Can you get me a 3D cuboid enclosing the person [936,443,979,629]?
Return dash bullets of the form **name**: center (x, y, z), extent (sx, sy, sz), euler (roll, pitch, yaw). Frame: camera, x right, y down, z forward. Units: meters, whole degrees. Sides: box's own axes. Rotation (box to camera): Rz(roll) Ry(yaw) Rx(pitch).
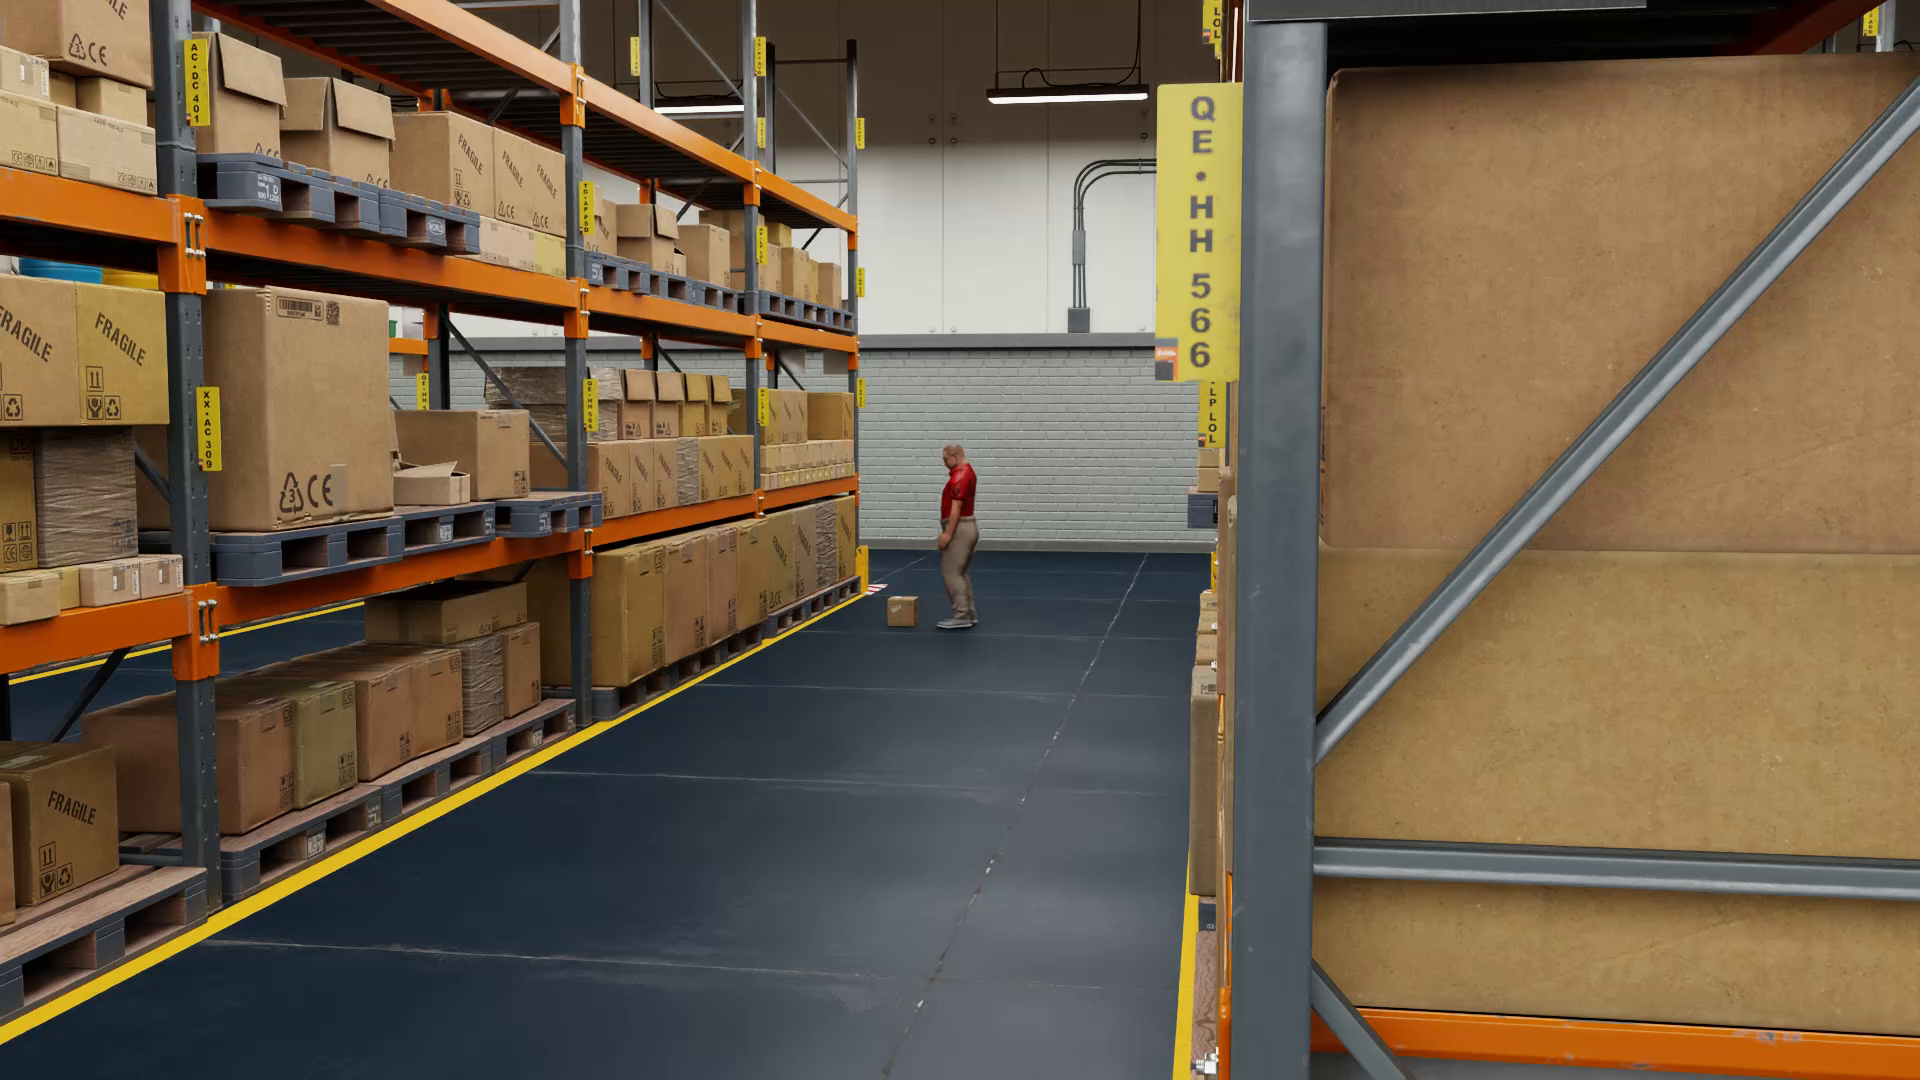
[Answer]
- **person**: center (-0.017, -0.038, 15.420), extent (0.359, 1.714, 0.538), euler (1, 4, 10)
